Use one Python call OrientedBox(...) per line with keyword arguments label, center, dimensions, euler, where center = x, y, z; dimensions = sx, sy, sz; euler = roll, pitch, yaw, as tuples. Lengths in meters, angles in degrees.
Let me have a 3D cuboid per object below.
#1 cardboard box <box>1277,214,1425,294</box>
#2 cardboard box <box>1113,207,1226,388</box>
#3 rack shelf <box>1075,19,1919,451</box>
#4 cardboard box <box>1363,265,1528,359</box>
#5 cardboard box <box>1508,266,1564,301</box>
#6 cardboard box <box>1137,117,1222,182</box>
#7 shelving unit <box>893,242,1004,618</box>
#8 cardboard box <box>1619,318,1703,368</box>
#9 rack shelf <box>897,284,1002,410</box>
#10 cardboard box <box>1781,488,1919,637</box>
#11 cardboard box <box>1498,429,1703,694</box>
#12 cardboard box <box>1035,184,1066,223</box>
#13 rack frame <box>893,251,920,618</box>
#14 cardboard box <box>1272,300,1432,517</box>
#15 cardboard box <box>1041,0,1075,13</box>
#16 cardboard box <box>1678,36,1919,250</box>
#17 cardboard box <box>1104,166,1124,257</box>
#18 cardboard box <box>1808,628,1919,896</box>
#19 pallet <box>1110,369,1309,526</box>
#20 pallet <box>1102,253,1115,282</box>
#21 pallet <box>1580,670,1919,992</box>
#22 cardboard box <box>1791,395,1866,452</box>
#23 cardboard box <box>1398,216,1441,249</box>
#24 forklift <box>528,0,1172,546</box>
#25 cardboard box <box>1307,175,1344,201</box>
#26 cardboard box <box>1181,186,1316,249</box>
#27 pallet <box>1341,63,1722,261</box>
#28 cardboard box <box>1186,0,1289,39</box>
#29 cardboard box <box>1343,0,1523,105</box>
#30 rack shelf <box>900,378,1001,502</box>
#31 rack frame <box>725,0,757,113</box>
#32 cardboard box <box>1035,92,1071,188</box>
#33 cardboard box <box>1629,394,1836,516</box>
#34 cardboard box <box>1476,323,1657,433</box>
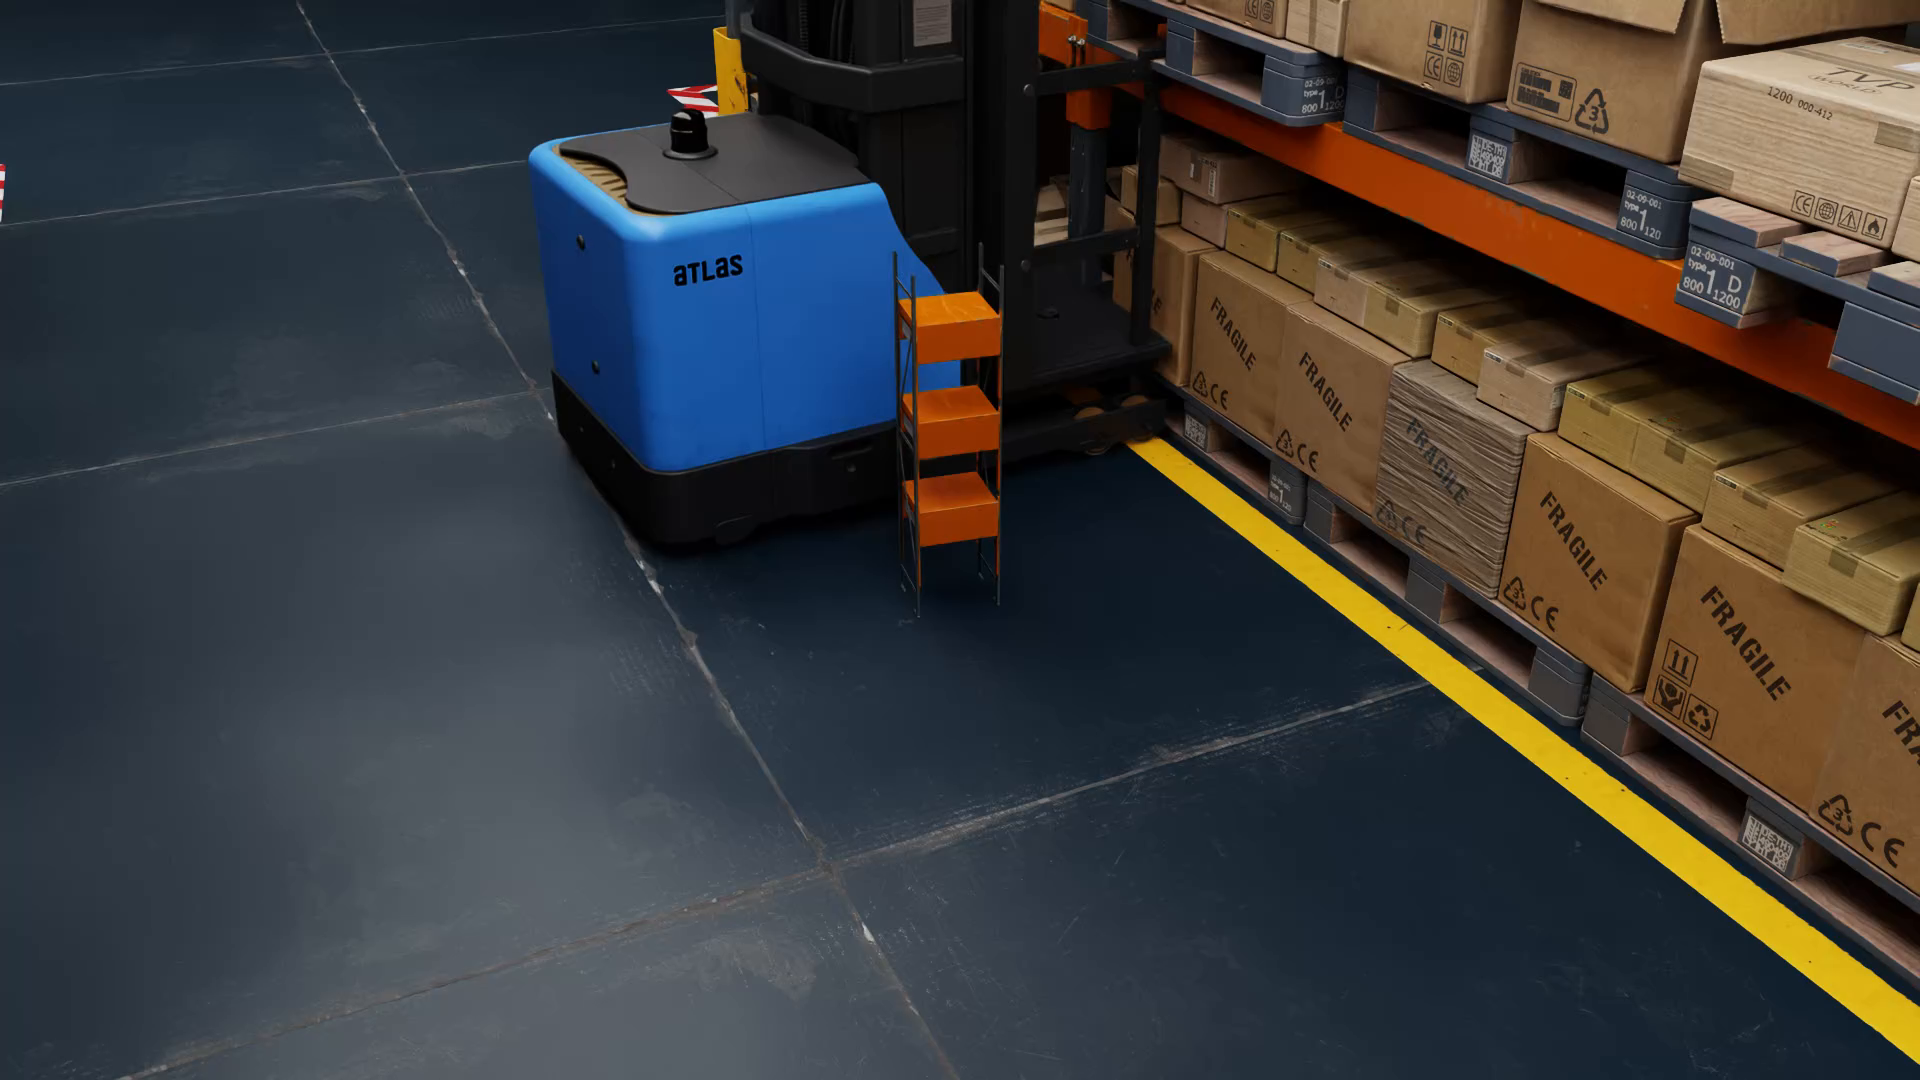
OrientedBox(label="cardboard box", center=(1.231, -0.896, 5.243), dimensions=(0.380, 0.149, 0.250), euler=(-14, 32, -23))
OrientedBox(label="cardboard box", center=(0.882, -0.901, 5.917), dimensions=(0.500, 0.500, 0.500), euler=(-12, 31, -20))
OrientedBox(label="rack shelf", center=(1.736, -0.872, 4.474), dimensions=(1.077, 0.370, 4.000), euler=(-13, 32, -22))
OrientedBox(label="cardboard box", center=(1.409, -0.667, 4.836), dimensions=(0.380, 0.149, 0.250), euler=(-12, 31, -20))
OrientedBox(label="cardboard box", center=(1.890, -0.780, 5.038), dimensions=(0.380, 0.149, 0.250), euler=(-13, 32, -21))
OrientedBox(label="cardboard box", center=(0.846, -1.373, 5.791), dimensions=(0.380, 0.149, 0.250), euler=(-14, 32, -23))
OrientedBox(label="shelving unit", center=(-0.032, -0.294, 4.700), dimensions=(0.252, 1.050, 0.215), euler=(-8, 30, -15))
OrientedBox(label="cardboard box", center=(2.049, -0.534, 4.599), dimensions=(0.380, 0.149, 0.250), euler=(-13, 32, -22))
OrientedBox(label="rack shelf", center=(-0.032, -0.532, 4.567), dimensions=(0.240, 0.259, 0.215), euler=(-8, 30, -15))
OrientedBox(label="cardboard box", center=(2.009, 0.043, 3.570), dimensions=(0.380, 0.149, 0.250), euler=(-15, 33, -25))
OrientedBox(label="cardboard box", center=(1.787, 0.009, 4.293), dimensions=(0.500, 0.500, 0.500), euler=(-12, 31, -20))
OrientedBox(label="cardboard box", center=(0.220, -1.402, 7.050), dimensions=(0.396, 0.266, 0.258), euler=(-12, 31, -20))
OrientedBox(label="rack frame", center=(-0.149, -0.276, 4.669), dimensions=(0.008, 1.050, 0.200), euler=(-8, 30, -15))
OrientedBox(label="cardboard box", center=(1.330, -0.447, 5.106), dimensions=(0.500, 0.500, 0.500), euler=(-14, 32, -23))
OrientedBox(label="cardboard box", center=(0.513, -2.048, 6.092), dimensions=(0.380, 0.149, 0.250), euler=(-13, 32, -21))
OrientedBox(label="cardboard box", center=(1.850, -0.818, 3.366), dimensions=(0.500, 0.250, 0.500), euler=(-15, 32, -24))
OrientedBox(label="cardboard box", center=(0.808, -1.421, 7.037), dimensions=(0.500, 0.311, 0.500), euler=(-12, 31, -20))
OrientedBox(label="cardboard box", center=(2.219, 0.463, 3.484), dimensions=(0.500, 0.500, 0.500), euler=(-12, 31, -21))
OrientedBox(label="pallet", center=(1.261, -0.502, 5.929), dimensions=(1.003, 0.211, 1.213), euler=(-13, 32, -22))
OrientedBox(label="pallet", center=(0.584, -1.157, 7.097), dimensions=(1.003, 0.211, 1.213), euler=(-13, 32, -22))
OrientedBox(label="pallet", center=(2.309, 0.576, 4.007), dimensions=(1.003, 0.211, 1.213), euler=(-13, 32, -22))
OrientedBox(label="cardboard box", center=(2.351, -0.330, 4.234), dimensions=(0.380, 0.149, 0.250), euler=(-15, 32, -24))
OrientedBox(label="cardboard box", center=(1.660, -1.015, 5.456), dimensions=(0.380, 0.149, 0.250), euler=(-15, 32, -24))
OrientedBox(label="forklift", center=(0.136, -1.778, 5.424), dimensions=(3.031, 2.935, 1.130), euler=(-16, 33, -26))
OrientedBox(label="cardboard box", center=(1.414, -1.228, 5.836), dimensions=(0.380, 0.149, 0.250), euler=(-13, 32, -22))
OrientedBox(label="cardboard box", center=(0.980, -1.125, 5.652), dimensions=(0.380, 0.149, 0.250), euler=(-14, 32, -23))
OrientedBox(label="pallet", center=(1.756, -1.077, 4.300), dimensions=(1.003, 0.211, 1.213), euler=(-13, 32, -22))
OrientedBox(label="cardboard box", center=(1.106, -1.807, 4.874), dimensions=(0.700, 0.500, 0.500), euler=(-13, 32, -21))
OrientedBox(label="cardboard box", center=(1.443, -1.460, 4.255), dimensions=(0.700, 0.500, 0.500), euler=(-13, 32, -22))
OrientedBox(label="rack shelf", center=(-0.032, -0.285, 4.706), dimensions=(0.240, 0.259, 0.215), euler=(-8, 30, -15))
OrientedBox(label="rack frame", center=(-0.839, -3.836, 9.025), dimensions=(1.000, 3.000, 0.127), euler=(-13, 32, -22))
OrientedBox(label="cardboard box", center=(0.115, -1.795, 7.510), dimensions=(0.700, 0.500, 0.500), euler=(-14, 32, -24))
OrientedBox(label="cardboard box", center=(1.864, -0.209, 4.019), dimensions=(0.380, 0.149, 0.250), euler=(-12, 31, -21))
OrientedBox(label="cardboard box", center=(1.610, -0.435, 4.422), dimensions=(0.380, 0.149, 0.250), euler=(-15, 32, -24))
